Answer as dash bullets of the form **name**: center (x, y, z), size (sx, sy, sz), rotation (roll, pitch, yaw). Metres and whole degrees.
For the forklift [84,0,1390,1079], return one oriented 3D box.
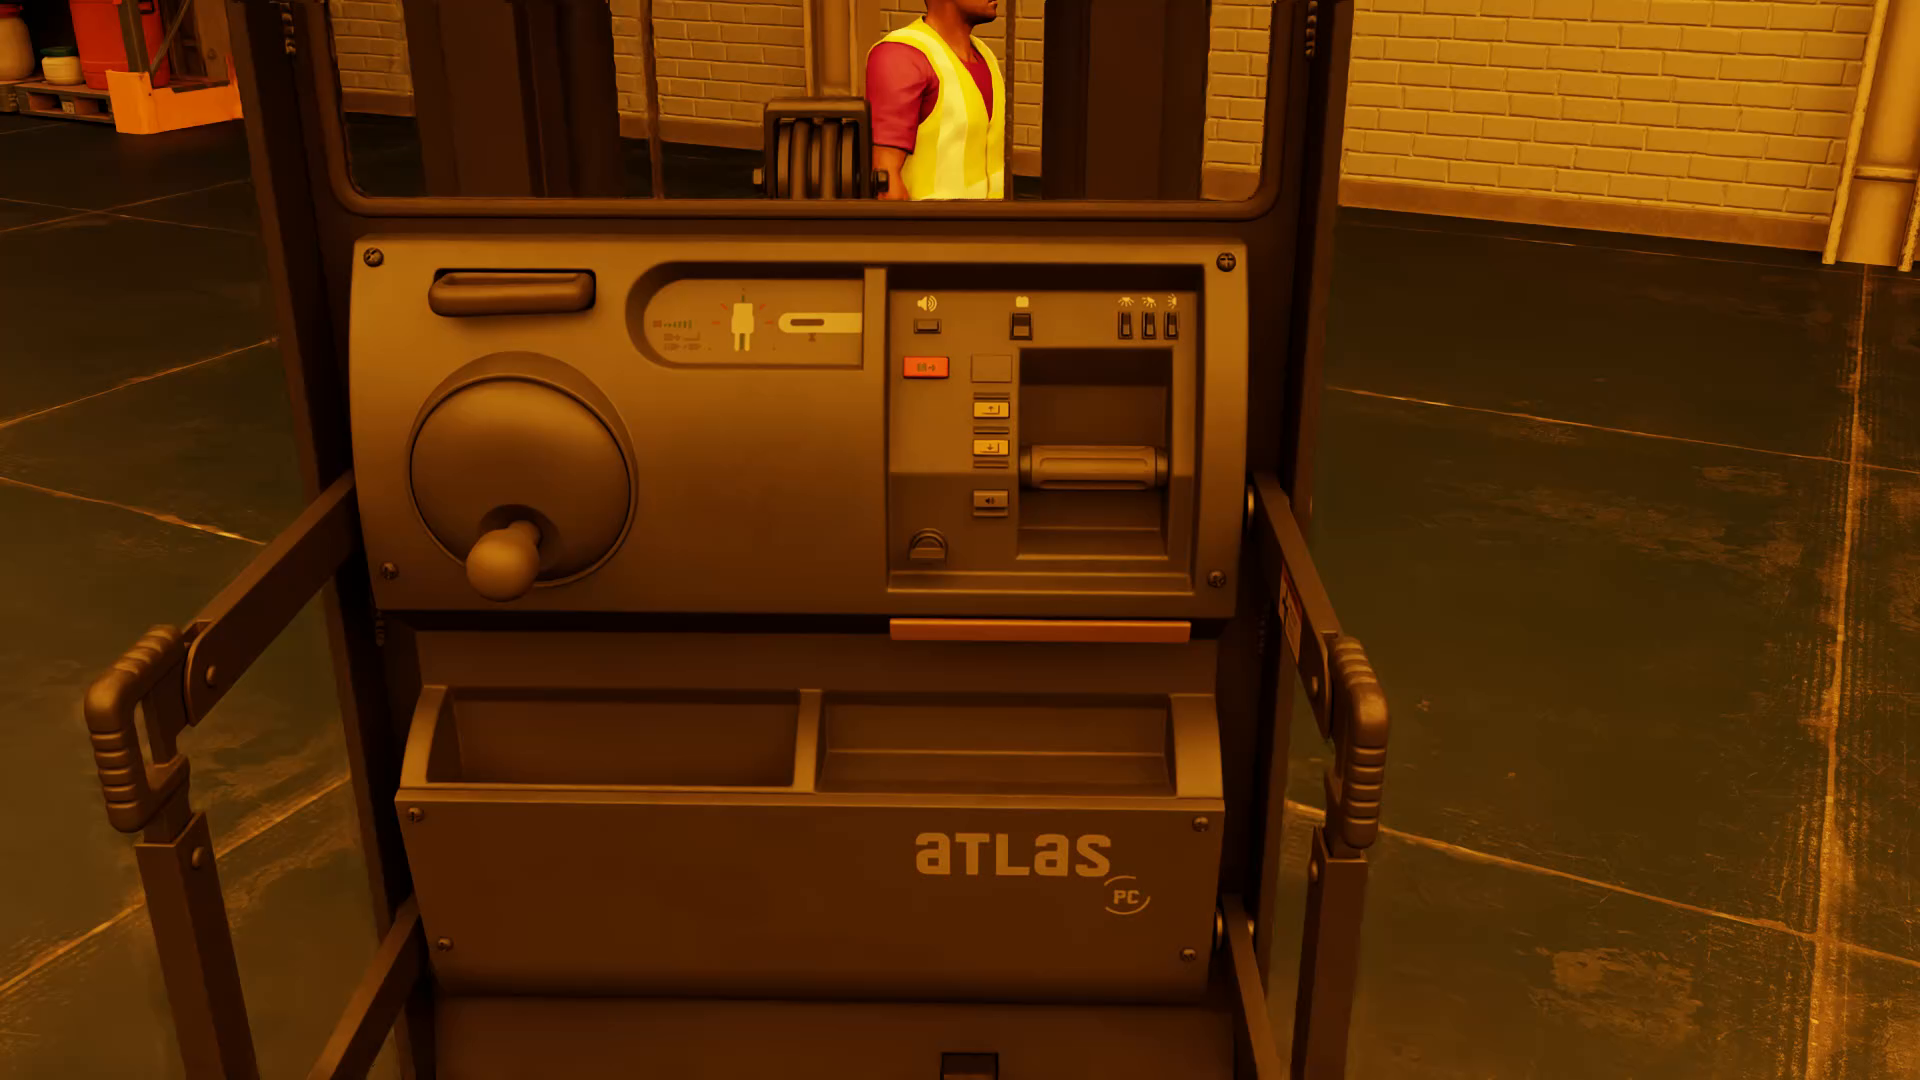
- **forklift**: center (-0.171, -0.099, 1.540), size (1.130, 2.935, 3.031), rotation (1, 23, 1)

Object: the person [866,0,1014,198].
- **person**: center (0.060, -0.805, 4.685), size (0.575, 1.768, 0.665), rotation (11, 25, 25)
